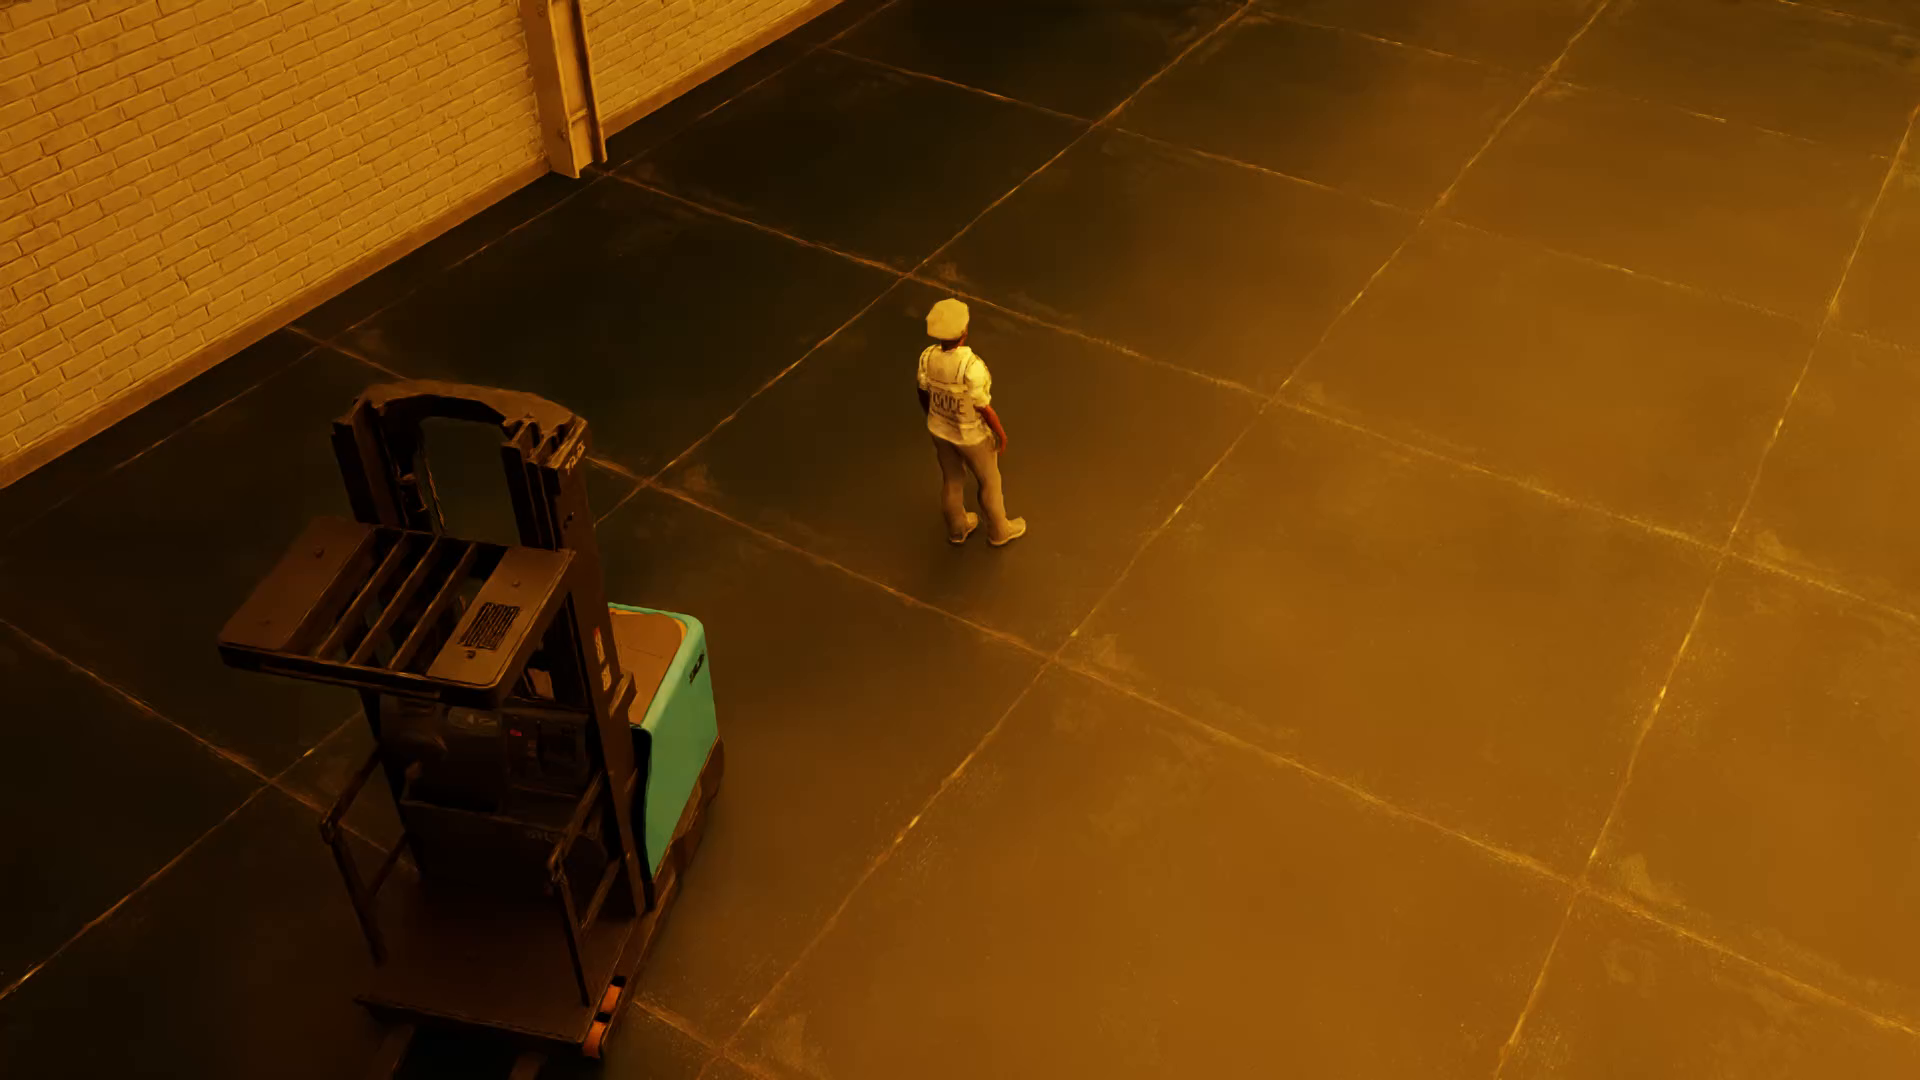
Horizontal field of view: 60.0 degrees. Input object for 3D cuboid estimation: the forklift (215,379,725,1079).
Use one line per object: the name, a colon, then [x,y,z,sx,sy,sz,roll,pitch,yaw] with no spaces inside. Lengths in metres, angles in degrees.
forklift: [-2.053,0.939,6.859,1.130,2.935,3.031,8,41,9]

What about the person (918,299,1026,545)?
person: [0.057,-0.687,9.721,0.570,1.695,0.529,22,45,24]
